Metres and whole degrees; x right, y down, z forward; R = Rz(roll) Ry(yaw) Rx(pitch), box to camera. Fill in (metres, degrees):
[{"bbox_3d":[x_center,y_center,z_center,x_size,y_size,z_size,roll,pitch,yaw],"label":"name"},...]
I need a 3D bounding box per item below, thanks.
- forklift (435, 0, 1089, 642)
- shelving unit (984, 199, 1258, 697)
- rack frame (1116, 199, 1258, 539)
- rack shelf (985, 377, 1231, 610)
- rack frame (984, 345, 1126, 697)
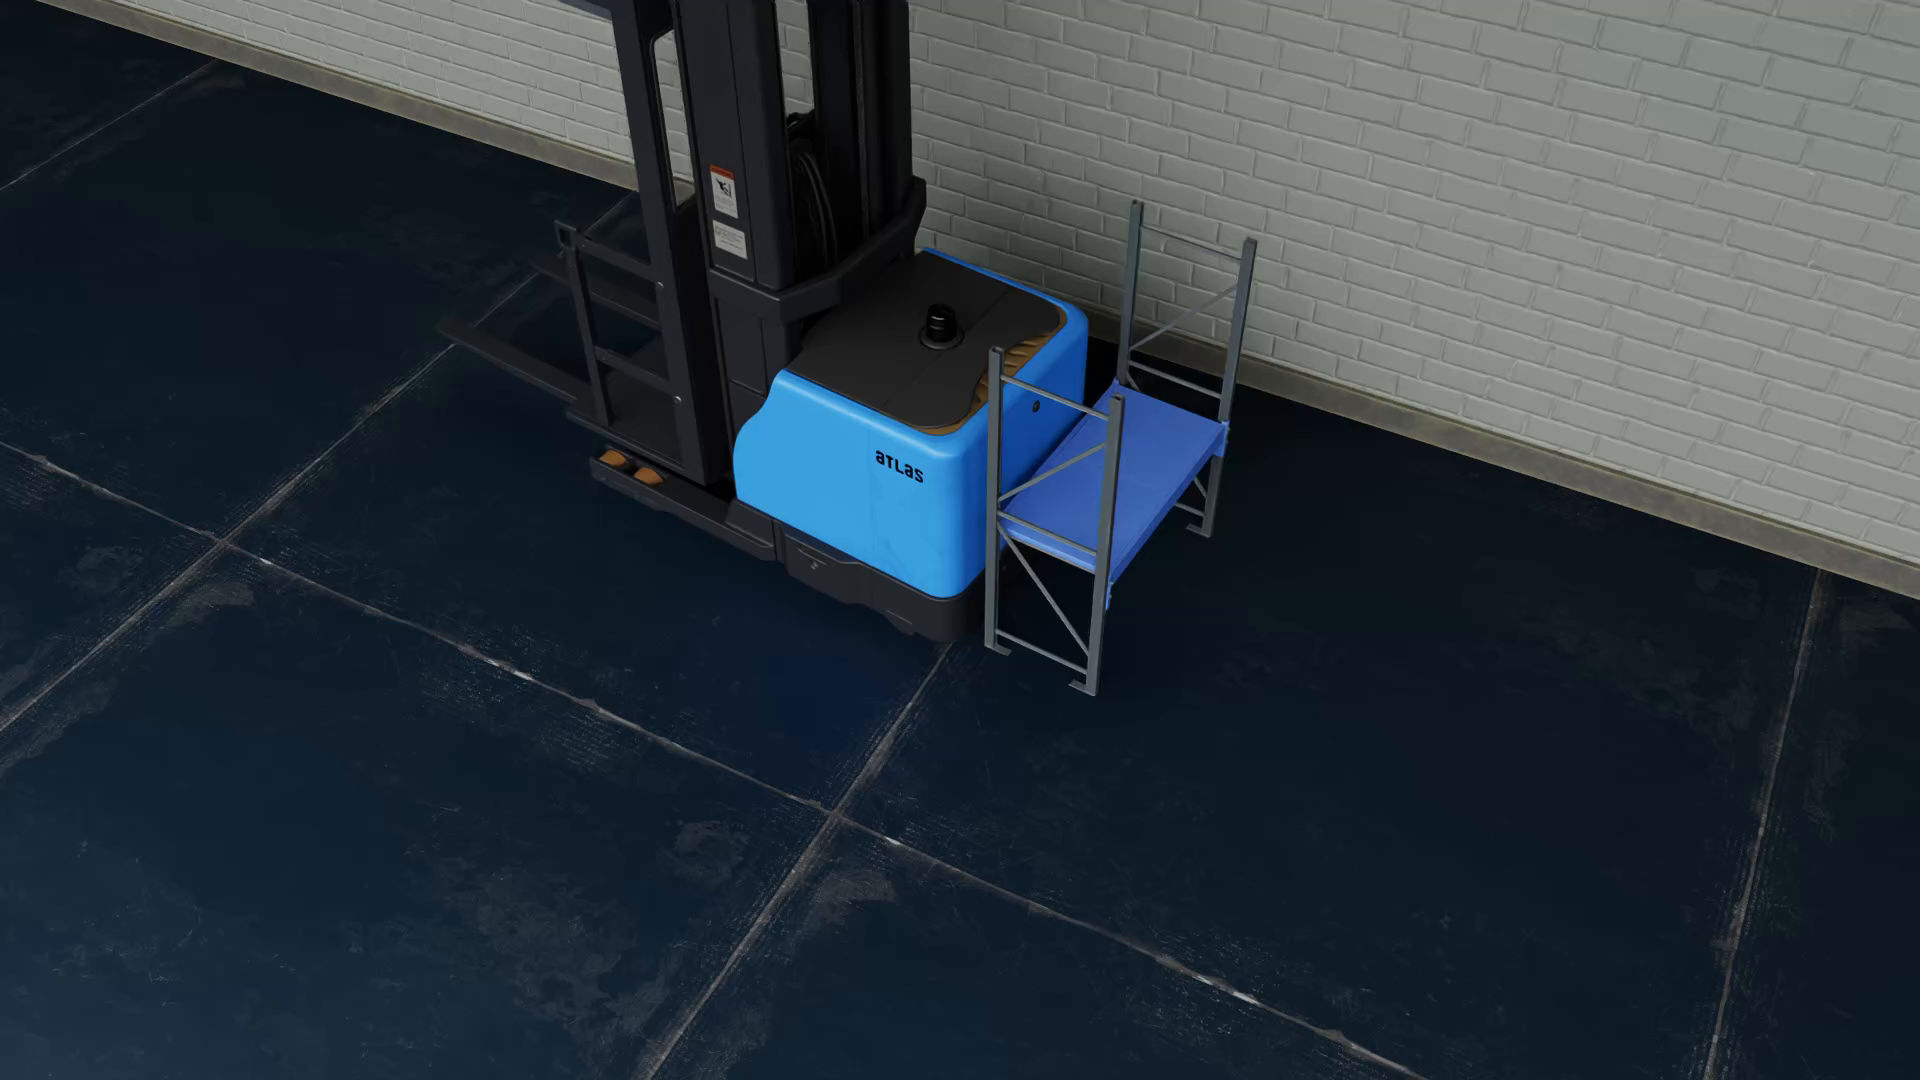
[{"bbox_3d":[-0.994,-1.462,6.414,3.031,2.935,1.130,26,51,23],"label":"forklift"},{"bbox_3d":[0.584,-0.329,6.301,0.538,1.500,1.048,24,50,22],"label":"shelving unit"},{"bbox_3d":[0.852,-0.637,6.604,0.500,1.500,0.032,24,50,22],"label":"rack frame"},{"bbox_3d":[0.584,-0.203,6.429,0.538,0.185,1.000,24,50,22],"label":"rack shelf"},{"bbox_3d":[0.316,-0.022,5.997,0.500,1.500,0.032,24,50,22],"label":"rack frame"}]
